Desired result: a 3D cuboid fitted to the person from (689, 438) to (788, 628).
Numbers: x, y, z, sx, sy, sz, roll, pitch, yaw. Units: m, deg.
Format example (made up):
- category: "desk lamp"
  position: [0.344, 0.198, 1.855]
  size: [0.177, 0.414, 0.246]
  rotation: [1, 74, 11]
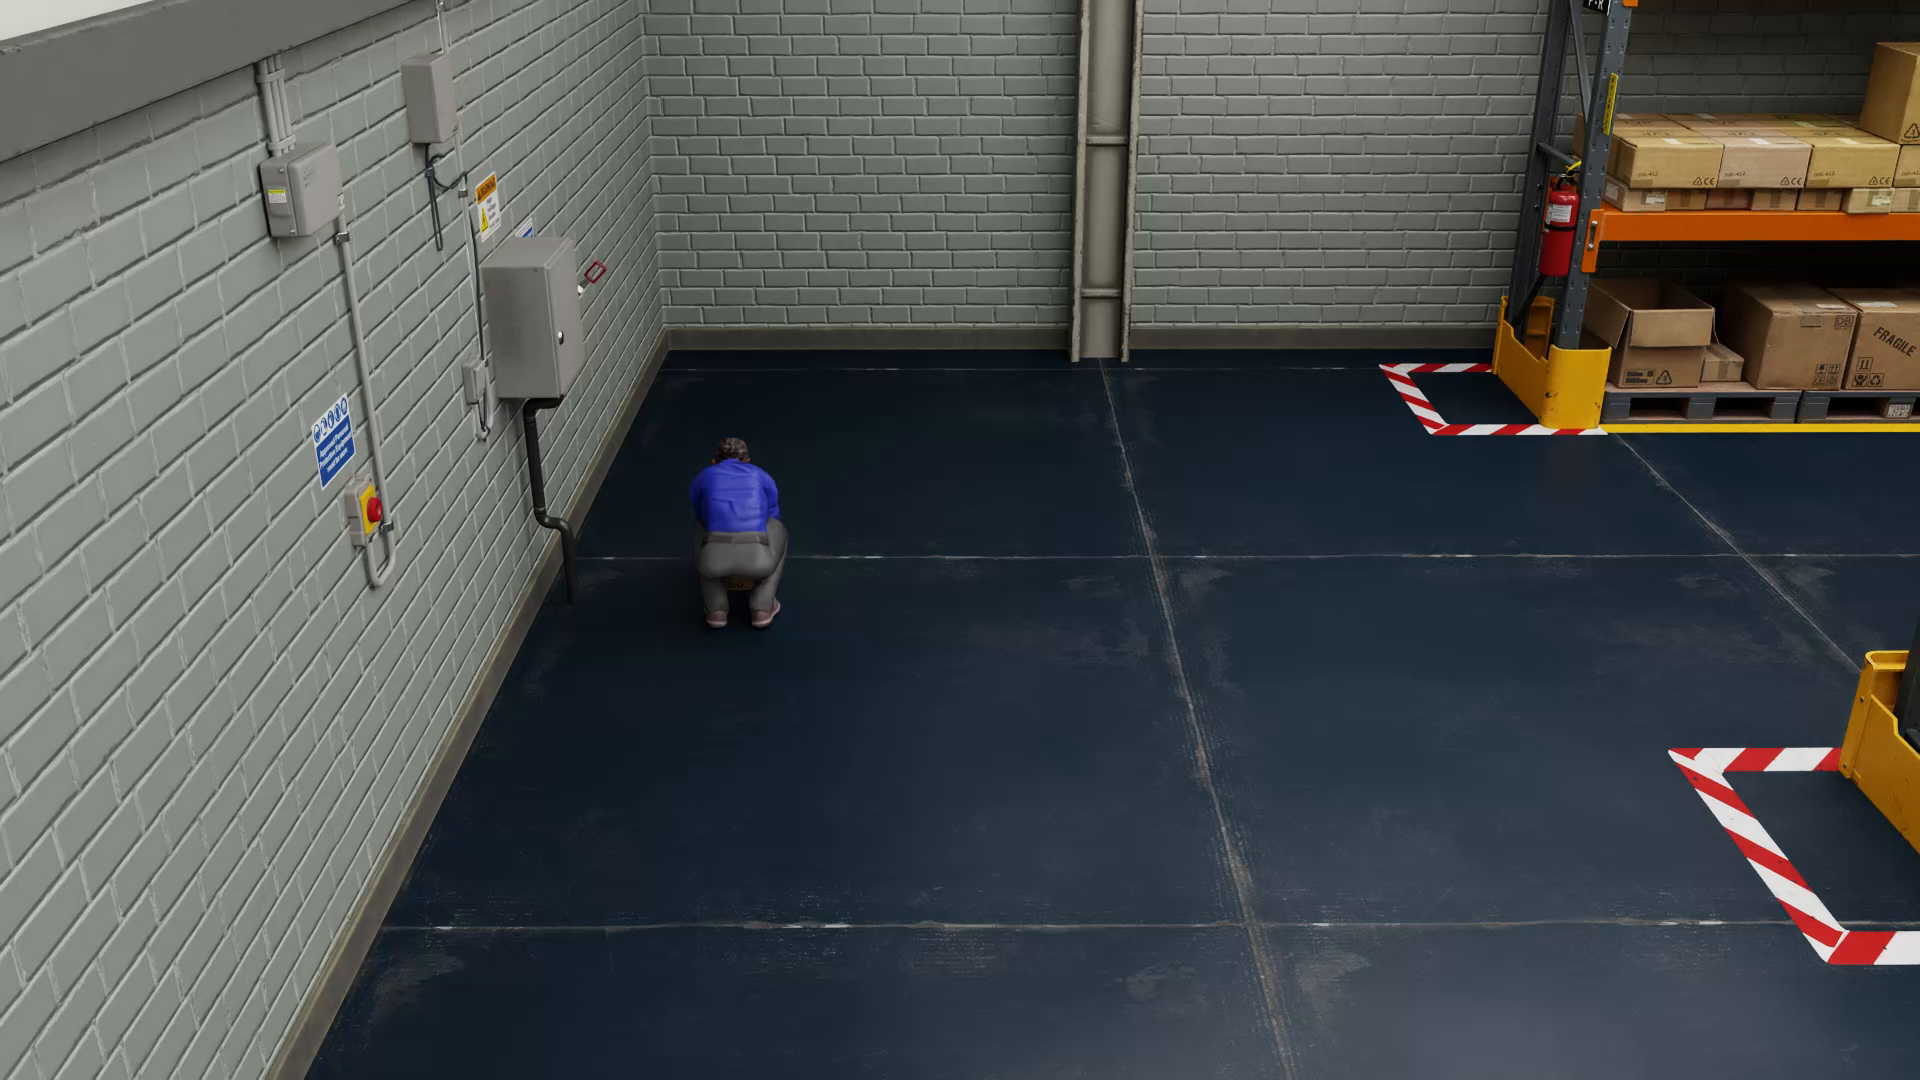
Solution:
- category: "person"
  position: [-1.038, 0.017, 7.780]
  size: [0.453, 0.801, 0.819]
  rotation: [-1, 24, -1]
